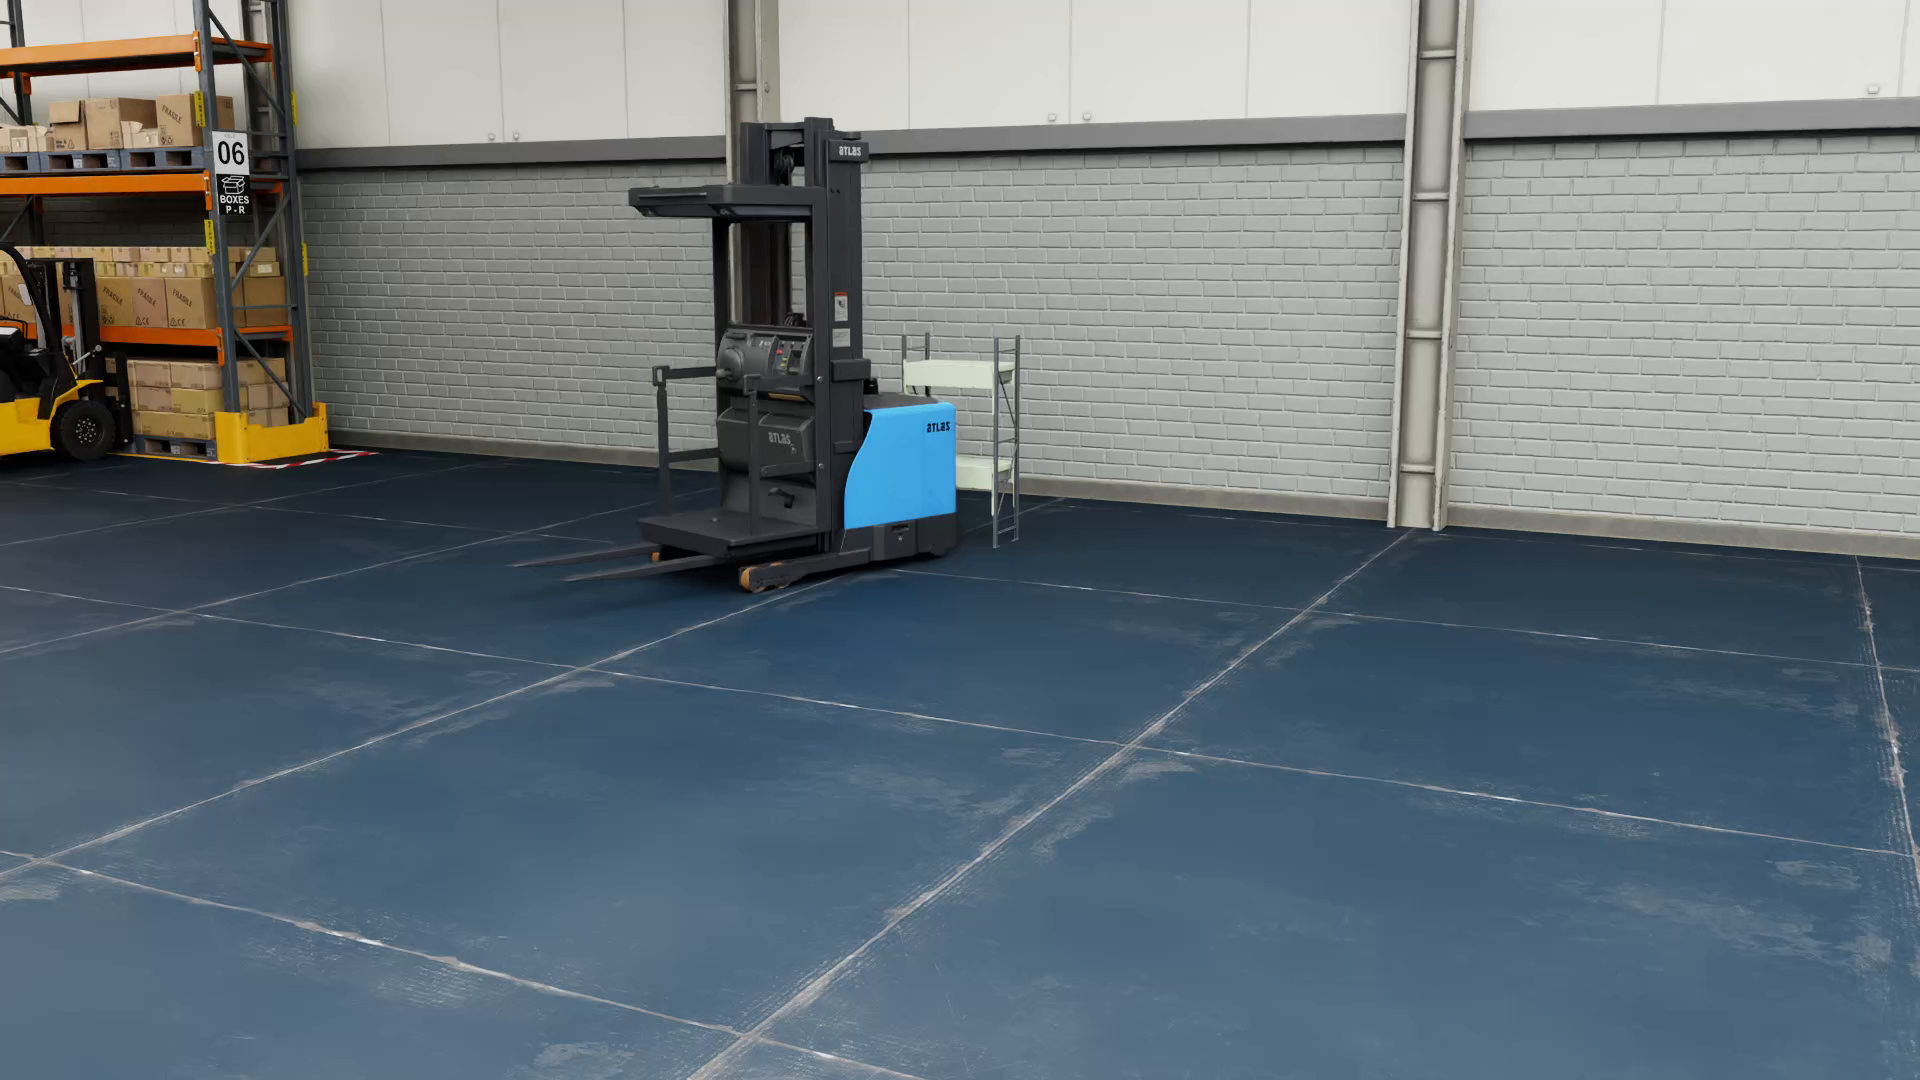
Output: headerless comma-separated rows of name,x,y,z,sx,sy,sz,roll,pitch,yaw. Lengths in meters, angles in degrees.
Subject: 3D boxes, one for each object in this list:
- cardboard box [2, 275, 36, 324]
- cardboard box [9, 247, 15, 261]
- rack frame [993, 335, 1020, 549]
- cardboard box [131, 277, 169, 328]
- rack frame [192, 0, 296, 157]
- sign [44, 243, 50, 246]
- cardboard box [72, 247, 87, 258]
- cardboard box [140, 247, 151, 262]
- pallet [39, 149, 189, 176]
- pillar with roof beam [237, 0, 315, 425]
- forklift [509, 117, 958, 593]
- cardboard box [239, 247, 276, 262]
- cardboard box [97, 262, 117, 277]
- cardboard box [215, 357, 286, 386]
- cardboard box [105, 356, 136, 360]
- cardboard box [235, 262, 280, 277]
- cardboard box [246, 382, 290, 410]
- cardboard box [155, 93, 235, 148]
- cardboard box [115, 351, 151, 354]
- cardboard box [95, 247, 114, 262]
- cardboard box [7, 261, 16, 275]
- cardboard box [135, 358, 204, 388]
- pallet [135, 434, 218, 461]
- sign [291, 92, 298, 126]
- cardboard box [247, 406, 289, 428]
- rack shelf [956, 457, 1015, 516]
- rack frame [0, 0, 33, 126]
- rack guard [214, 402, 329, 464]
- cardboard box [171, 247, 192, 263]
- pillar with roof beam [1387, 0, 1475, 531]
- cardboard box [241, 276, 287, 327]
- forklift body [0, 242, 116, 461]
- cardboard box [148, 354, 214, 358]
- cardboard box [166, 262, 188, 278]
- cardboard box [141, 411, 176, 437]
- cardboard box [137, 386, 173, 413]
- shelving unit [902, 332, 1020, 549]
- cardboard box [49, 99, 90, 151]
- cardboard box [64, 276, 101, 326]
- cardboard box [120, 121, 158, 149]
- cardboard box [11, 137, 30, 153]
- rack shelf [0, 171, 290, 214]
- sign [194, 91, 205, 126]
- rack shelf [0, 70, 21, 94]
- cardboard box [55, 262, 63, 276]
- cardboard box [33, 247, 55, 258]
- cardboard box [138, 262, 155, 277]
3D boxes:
cardboard box,-9.837,-2.582,17.795,0.500,0.500,0.500,5,12,27
cardboard box,-9.932,-3.066,17.809,0.250,0.149,0.380,5,11,25
rack frame,0.334,-0.709,11.934,0.023,1.500,0.400,5,11,26
cardboard box,-8.026,-2.421,16.906,0.500,0.500,0.500,5,12,28
rack frame,-7.007,-5.285,16.164,0.127,3.000,1.000,5,11,26
sign,-10.350,-3.202,18.846,0.005,0.325,0.100,5,11,26
cardboard box,-9.018,-2.985,17.362,0.250,0.149,0.380,5,11,26
cardboard box,-8.093,-2.905,16.919,0.250,0.149,0.380,5,11,26
pallet,-8.728,-3.921,17.300,1.213,0.211,1.003,5,11,26
pillar with roof beam,-9.137,-4.796,13.464,0.400,9.000,9.100,5,11,26
forklift,-1.428,-1.215,10.715,3.031,2.935,1.130,-10,14,-43
cardboard box,-7.214,-2.908,16.940,0.250,0.149,0.380,5,11,25
cardboard box,-8.603,-2.781,17.072,0.250,0.149,0.380,5,11,26
cardboard box,-7.354,-1.747,17.193,0.500,0.250,0.500,5,11,25
cardboard box,-8.926,-1.784,17.397,0.500,0.250,0.500,5,11,25
cardboard box,-7.196,-2.770,17.008,0.250,0.149,0.380,5,11,24
cardboard box,-7.337,-1.503,17.249,0.500,0.250,0.500,5,12,27
cardboard box,-7.512,-4.110,16.354,0.500,0.500,0.500,5,12,28
cardboard box,-9.159,-1.906,18.075,0.500,0.250,0.500,5,11,26
cardboard box,-8.610,-2.927,17.042,0.250,0.149,0.380,5,12,27
cardboard box,-9.946,-2.913,17.802,0.250,0.149,0.380,5,11,26
cardboard box,-8.018,-1.704,16.959,0.500,0.250,0.500,5,12,27
pallet,-7.711,-1.015,17.243,1.213,0.211,1.003,5,11,26
sign,-6.756,-4.366,16.833,0.005,0.325,0.100,5,11,26
cardboard box,-7.361,-1.257,17.292,0.500,0.250,0.500,5,11,26
rack shelf,0.006,-0.417,12.152,0.720,0.370,0.431,5,11,26
rack frame,-10.594,-5.600,17.906,0.127,3.000,1.000,5,11,26
rack guard,-6.985,-1.101,16.911,0.348,0.500,1.175,5,11,26
cardboard box,-7.656,-2.857,16.655,0.250,0.149,0.380,5,11,26
pillar with roof beam,1.624,-3.851,8.239,0.400,9.000,9.100,5,11,26
cardboard box,-7.328,-2.466,17.150,0.500,0.500,0.500,5,12,28
forklift body,-9.515,-1.773,15.990,1.214,2.155,2.313,5,11,26
cardboard box,-8.248,-1.827,17.635,0.500,0.250,0.500,5,11,25
cardboard box,-7.684,-2.699,16.620,0.250,0.149,0.380,5,12,27
cardboard box,-8.010,-1.214,17.056,0.500,0.250,0.500,5,11,26
cardboard box,-8.027,-1.462,17.025,0.500,0.250,0.500,5,11,25
shelving unit,0.006,-0.737,12.094,0.755,1.500,0.431,5,11,26
cardboard box,-8.894,-4.261,17.176,0.637,0.503,0.797,5,12,28
cardboard box,-8.941,-2.500,17.338,0.500,0.500,0.500,5,11,26
cardboard box,-8.112,-4.036,16.600,0.258,0.266,0.396,5,11,26
cardboard box,-9.637,-4.112,17.351,0.250,0.149,0.380,5,12,28
rack shelf,-8.801,-3.613,17.366,4.000,0.370,1.077,5,11,26
sign,-7.260,-4.120,15.887,0.005,0.325,0.100,5,11,26
rack shelf,-12.388,-5.207,18.876,4.000,0.370,1.077,5,11,26
cardboard box,-9.290,-2.844,17.420,0.250,0.149,0.380,5,11,24
cardboard box,-9.502,-3.013,17.517,0.250,0.149,0.380,5,11,25
cardboard box,-8.107,-2.751,16.905,0.250,0.149,0.380,5,11,25
